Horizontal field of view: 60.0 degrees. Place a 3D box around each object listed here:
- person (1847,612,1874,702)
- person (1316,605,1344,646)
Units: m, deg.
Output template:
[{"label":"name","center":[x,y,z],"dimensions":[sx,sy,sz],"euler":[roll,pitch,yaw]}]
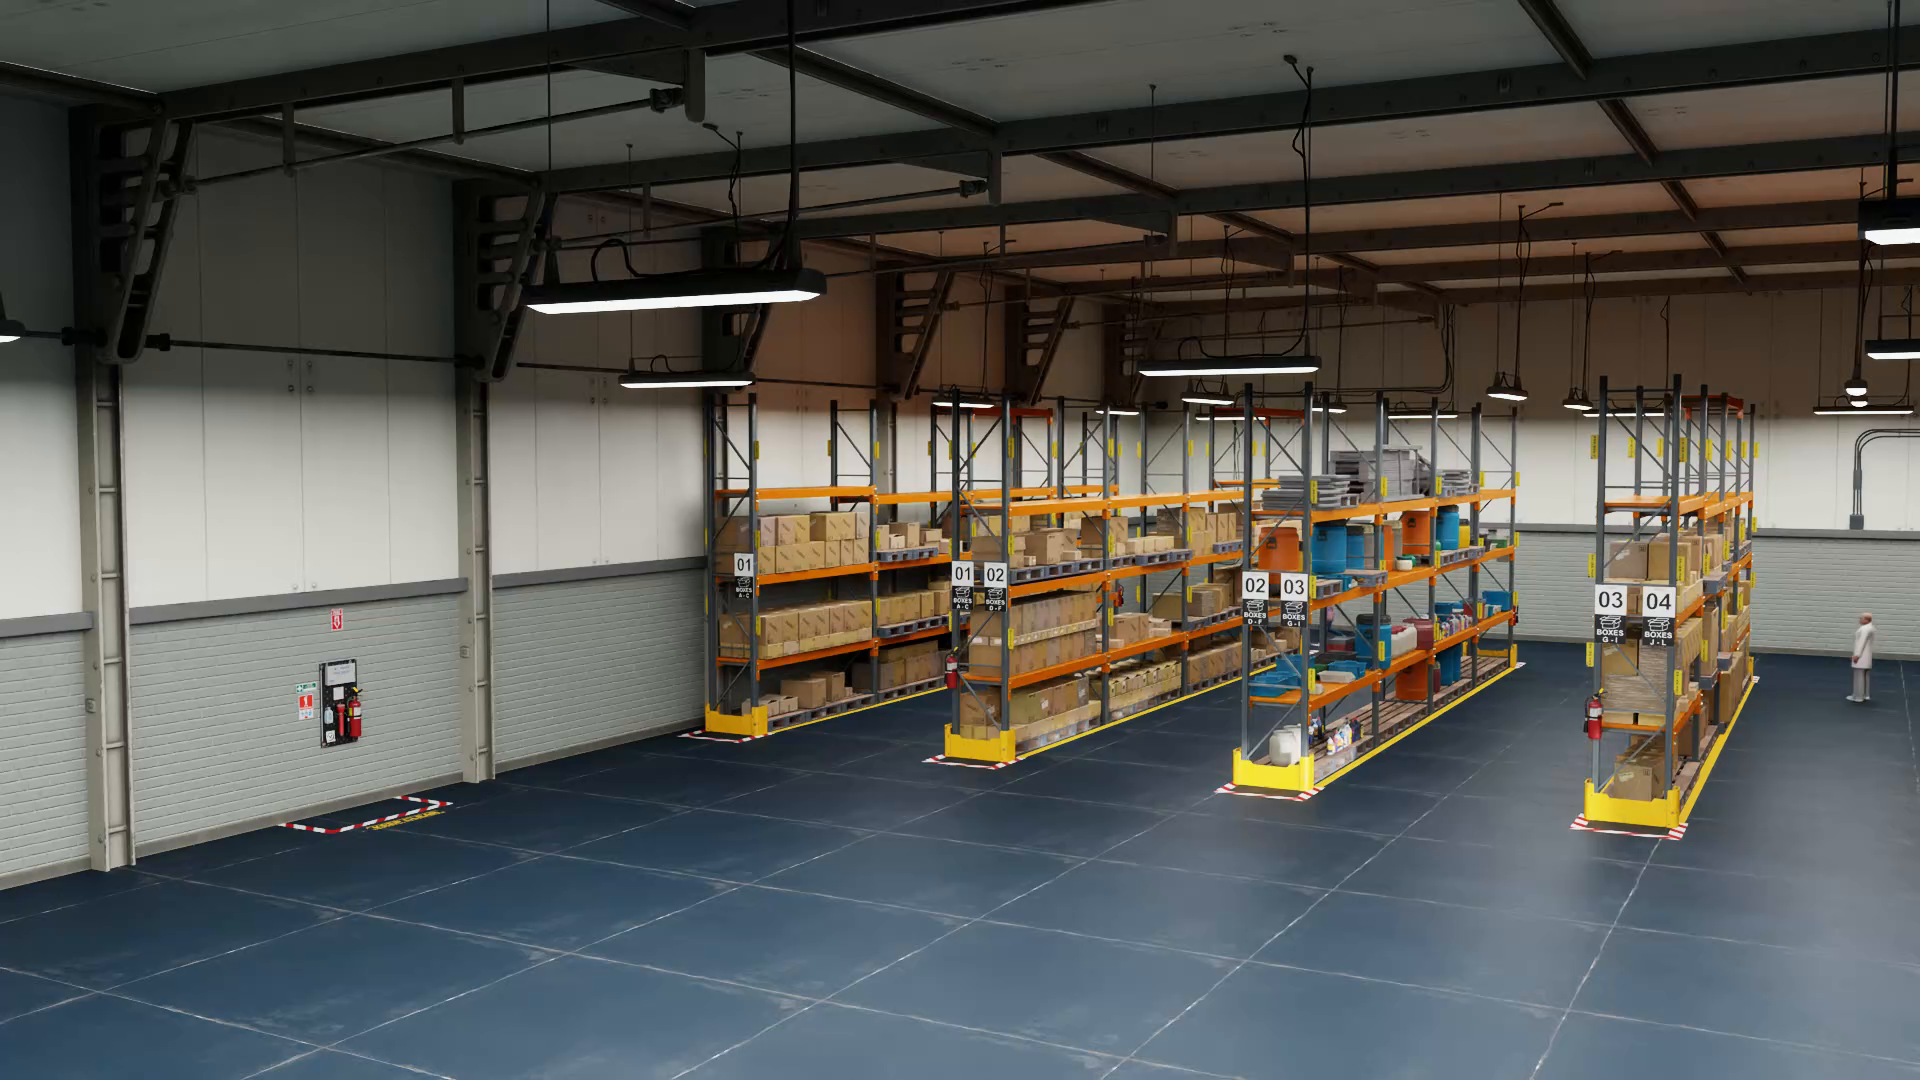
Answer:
[{"label":"person","center":[17.933,2.329,33.153],"dimensions":[0.605,1.791,0.461],"euler":[-3,4,-45]},{"label":"person","center":[9.407,1.920,42.273],"dimensions":[0.671,1.584,0.428],"euler":[-1,3,-12]}]
